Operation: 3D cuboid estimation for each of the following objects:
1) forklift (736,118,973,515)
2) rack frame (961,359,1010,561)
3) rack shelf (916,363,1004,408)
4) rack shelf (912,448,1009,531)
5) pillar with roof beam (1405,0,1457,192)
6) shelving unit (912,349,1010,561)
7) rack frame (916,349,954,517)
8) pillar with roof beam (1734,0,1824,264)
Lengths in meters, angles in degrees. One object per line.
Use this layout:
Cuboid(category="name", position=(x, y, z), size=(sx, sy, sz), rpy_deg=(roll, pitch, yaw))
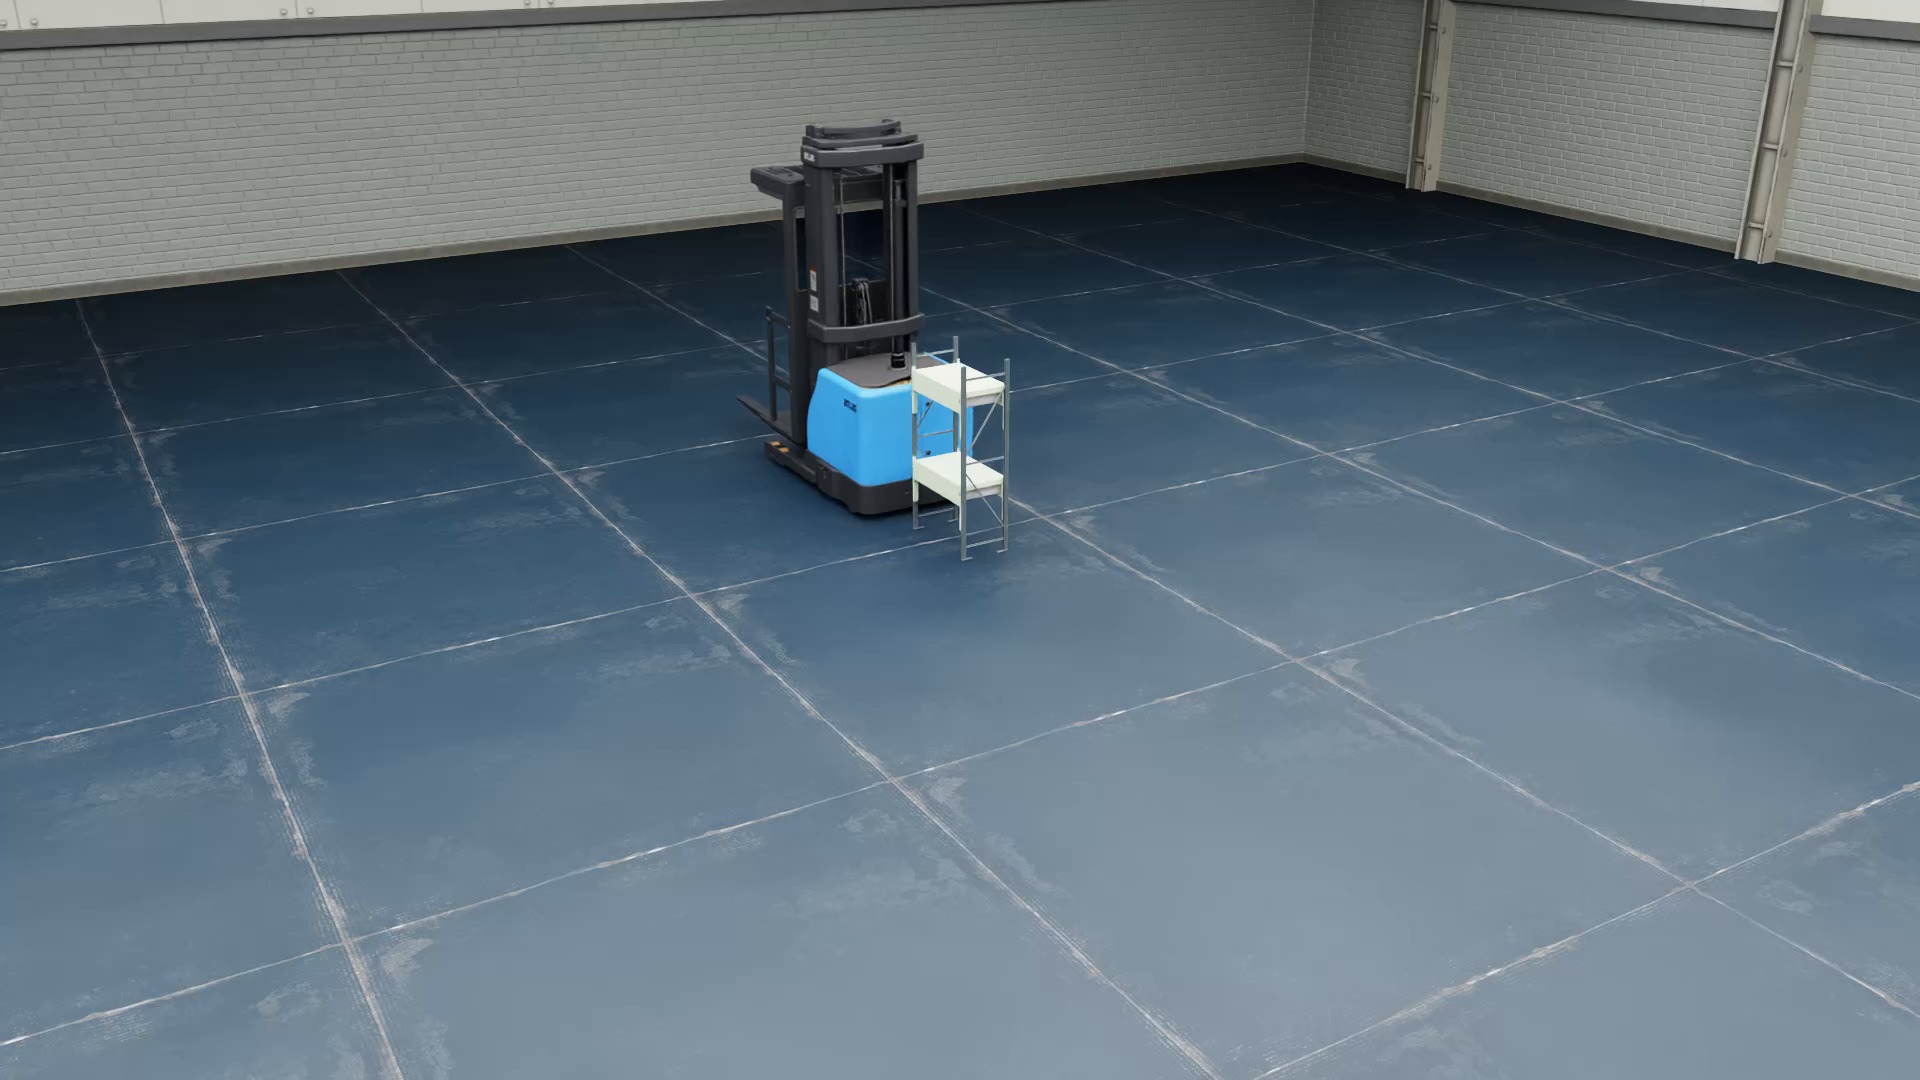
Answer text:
Cuboid(category="forklift", position=(-1.049, -2.067, 14.004), size=(1.130, 2.935, 3.031), rpy_deg=(-12, 25, -27))
Cuboid(category="rack frame", position=(0.184, -0.578, 12.243), size=(0.400, 1.500, 0.023), rpy_deg=(-13, 25, -28))
Cuboid(category="rack shelf", position=(-0.003, -1.149, 12.351), size=(0.368, 0.124, 0.686), rpy_deg=(-13, 25, -28))
Cuboid(category="rack shelf", position=(-0.003, -0.395, 12.657), size=(0.431, 0.370, 0.720), rpy_deg=(-13, 25, -28))
Cuboid(category="pillar with roof beam", position=(3.692, -8.971, 22.932), size=(9.100, 9.000, 0.400), rpy_deg=(-13, 25, -28))
Cuboid(category="shelving unit", position=(-0.002, -0.696, 12.532), size=(0.431, 1.500, 0.748), rpy_deg=(-13, 25, -28))
Cuboid(category="rack frame", position=(-0.192, -0.815, 12.825), size=(0.380, 1.308, 0.010), rpy_deg=(-13, 25, -28))
Cuboid(category="pillar with roof beam", position=(6.757, -7.029, 18.153), size=(9.100, 9.000, 0.400), rpy_deg=(-13, 25, -28))
